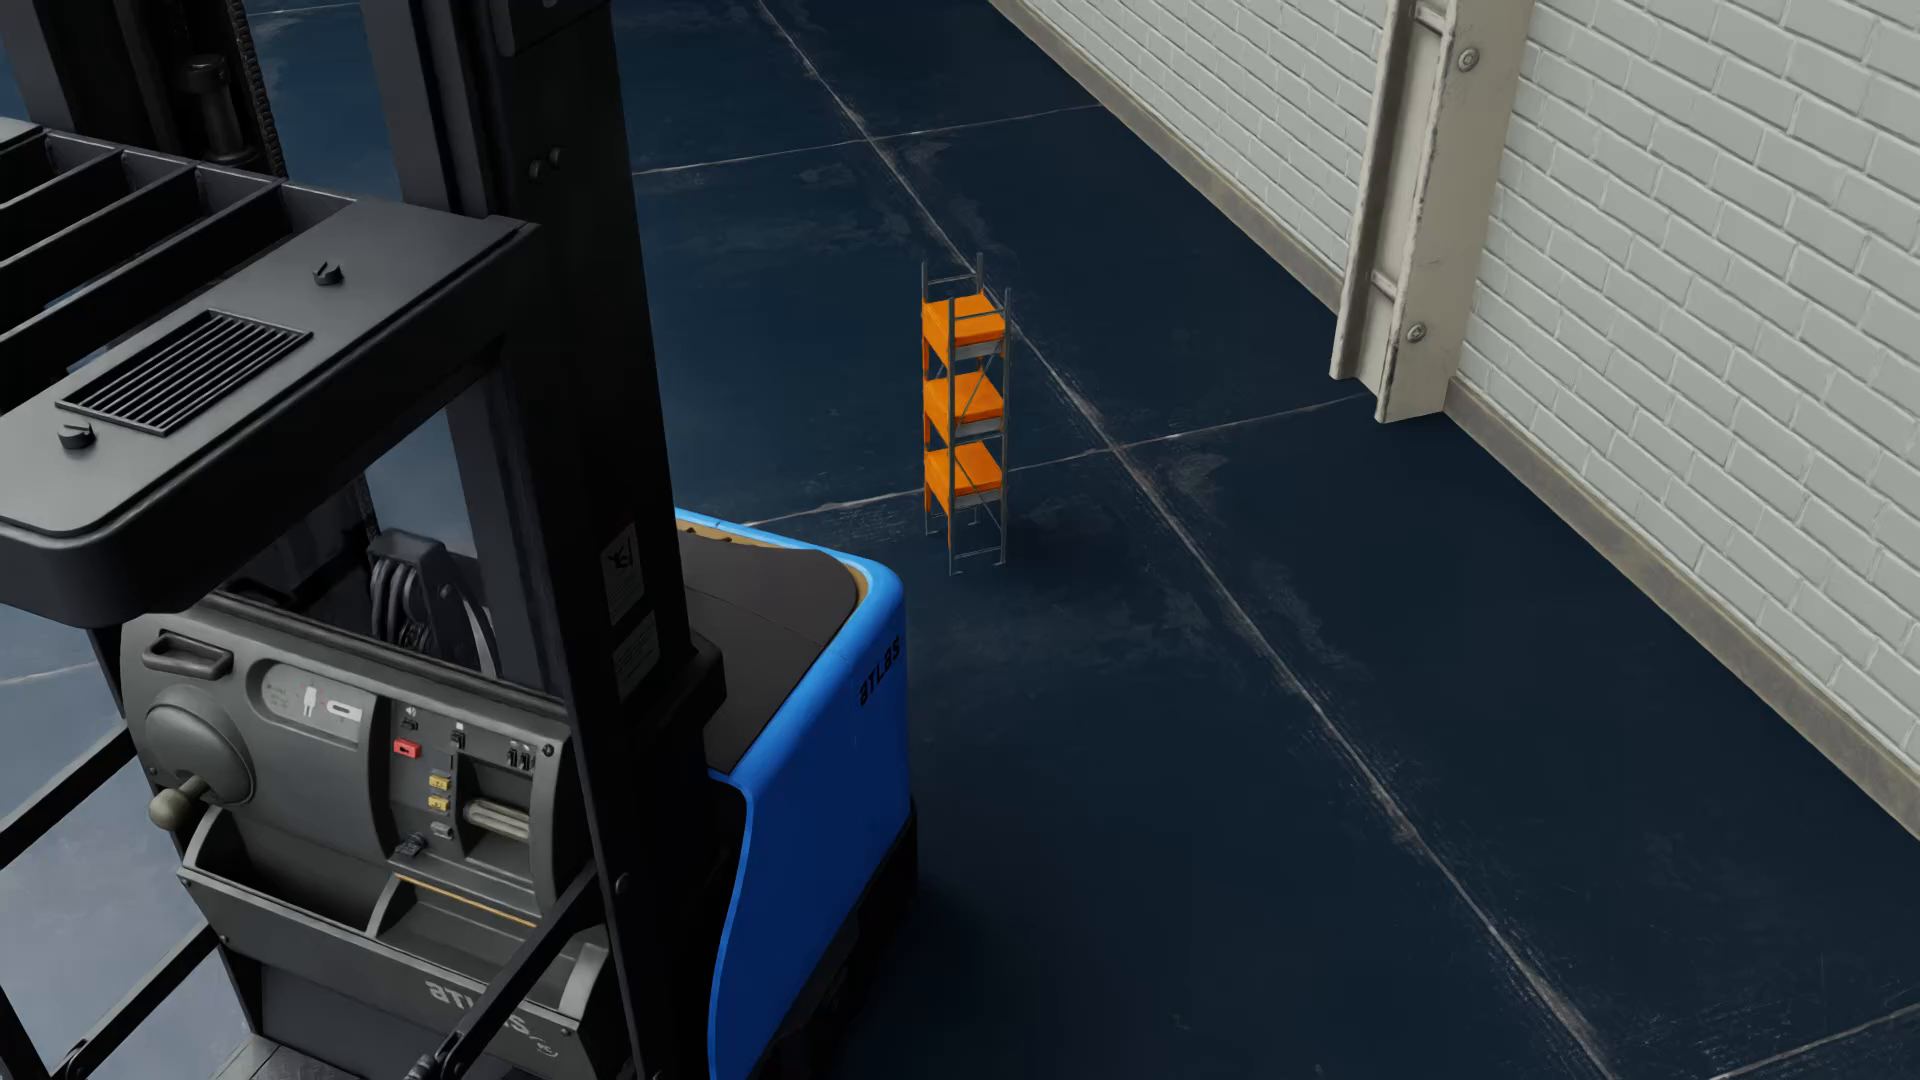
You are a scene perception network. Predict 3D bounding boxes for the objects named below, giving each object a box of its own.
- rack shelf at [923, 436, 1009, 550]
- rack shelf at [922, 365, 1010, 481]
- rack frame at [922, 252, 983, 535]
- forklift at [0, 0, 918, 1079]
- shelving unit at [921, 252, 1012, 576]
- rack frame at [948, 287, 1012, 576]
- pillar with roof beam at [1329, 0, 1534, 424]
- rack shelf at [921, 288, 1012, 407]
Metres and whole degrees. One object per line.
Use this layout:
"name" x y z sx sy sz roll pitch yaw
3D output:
"rack shelf" 0.018 -0.159 5.568 0.215 0.259 0.240 -12 39 -16
"rack shelf" 0.018 -0.381 5.400 0.215 0.259 0.240 -12 39 -16
"rack frame" -0.024 -0.458 5.486 0.200 1.050 0.008 -12 39 -16
"forklift" -1.161 0.450 2.716 1.130 2.935 3.031 15 39 18
"shelving unit" 0.018 -0.389 5.394 0.215 1.050 0.252 -12 39 -16
"rack frame" 0.060 -0.320 5.303 0.200 1.050 0.008 -12 39 -16
"pillar with roof beam" -2.360 -3.289 2.637 9.100 9.000 0.400 -12 39 -16
"rack shelf" 0.018 -0.607 5.230 0.215 0.259 0.240 -12 39 -16
